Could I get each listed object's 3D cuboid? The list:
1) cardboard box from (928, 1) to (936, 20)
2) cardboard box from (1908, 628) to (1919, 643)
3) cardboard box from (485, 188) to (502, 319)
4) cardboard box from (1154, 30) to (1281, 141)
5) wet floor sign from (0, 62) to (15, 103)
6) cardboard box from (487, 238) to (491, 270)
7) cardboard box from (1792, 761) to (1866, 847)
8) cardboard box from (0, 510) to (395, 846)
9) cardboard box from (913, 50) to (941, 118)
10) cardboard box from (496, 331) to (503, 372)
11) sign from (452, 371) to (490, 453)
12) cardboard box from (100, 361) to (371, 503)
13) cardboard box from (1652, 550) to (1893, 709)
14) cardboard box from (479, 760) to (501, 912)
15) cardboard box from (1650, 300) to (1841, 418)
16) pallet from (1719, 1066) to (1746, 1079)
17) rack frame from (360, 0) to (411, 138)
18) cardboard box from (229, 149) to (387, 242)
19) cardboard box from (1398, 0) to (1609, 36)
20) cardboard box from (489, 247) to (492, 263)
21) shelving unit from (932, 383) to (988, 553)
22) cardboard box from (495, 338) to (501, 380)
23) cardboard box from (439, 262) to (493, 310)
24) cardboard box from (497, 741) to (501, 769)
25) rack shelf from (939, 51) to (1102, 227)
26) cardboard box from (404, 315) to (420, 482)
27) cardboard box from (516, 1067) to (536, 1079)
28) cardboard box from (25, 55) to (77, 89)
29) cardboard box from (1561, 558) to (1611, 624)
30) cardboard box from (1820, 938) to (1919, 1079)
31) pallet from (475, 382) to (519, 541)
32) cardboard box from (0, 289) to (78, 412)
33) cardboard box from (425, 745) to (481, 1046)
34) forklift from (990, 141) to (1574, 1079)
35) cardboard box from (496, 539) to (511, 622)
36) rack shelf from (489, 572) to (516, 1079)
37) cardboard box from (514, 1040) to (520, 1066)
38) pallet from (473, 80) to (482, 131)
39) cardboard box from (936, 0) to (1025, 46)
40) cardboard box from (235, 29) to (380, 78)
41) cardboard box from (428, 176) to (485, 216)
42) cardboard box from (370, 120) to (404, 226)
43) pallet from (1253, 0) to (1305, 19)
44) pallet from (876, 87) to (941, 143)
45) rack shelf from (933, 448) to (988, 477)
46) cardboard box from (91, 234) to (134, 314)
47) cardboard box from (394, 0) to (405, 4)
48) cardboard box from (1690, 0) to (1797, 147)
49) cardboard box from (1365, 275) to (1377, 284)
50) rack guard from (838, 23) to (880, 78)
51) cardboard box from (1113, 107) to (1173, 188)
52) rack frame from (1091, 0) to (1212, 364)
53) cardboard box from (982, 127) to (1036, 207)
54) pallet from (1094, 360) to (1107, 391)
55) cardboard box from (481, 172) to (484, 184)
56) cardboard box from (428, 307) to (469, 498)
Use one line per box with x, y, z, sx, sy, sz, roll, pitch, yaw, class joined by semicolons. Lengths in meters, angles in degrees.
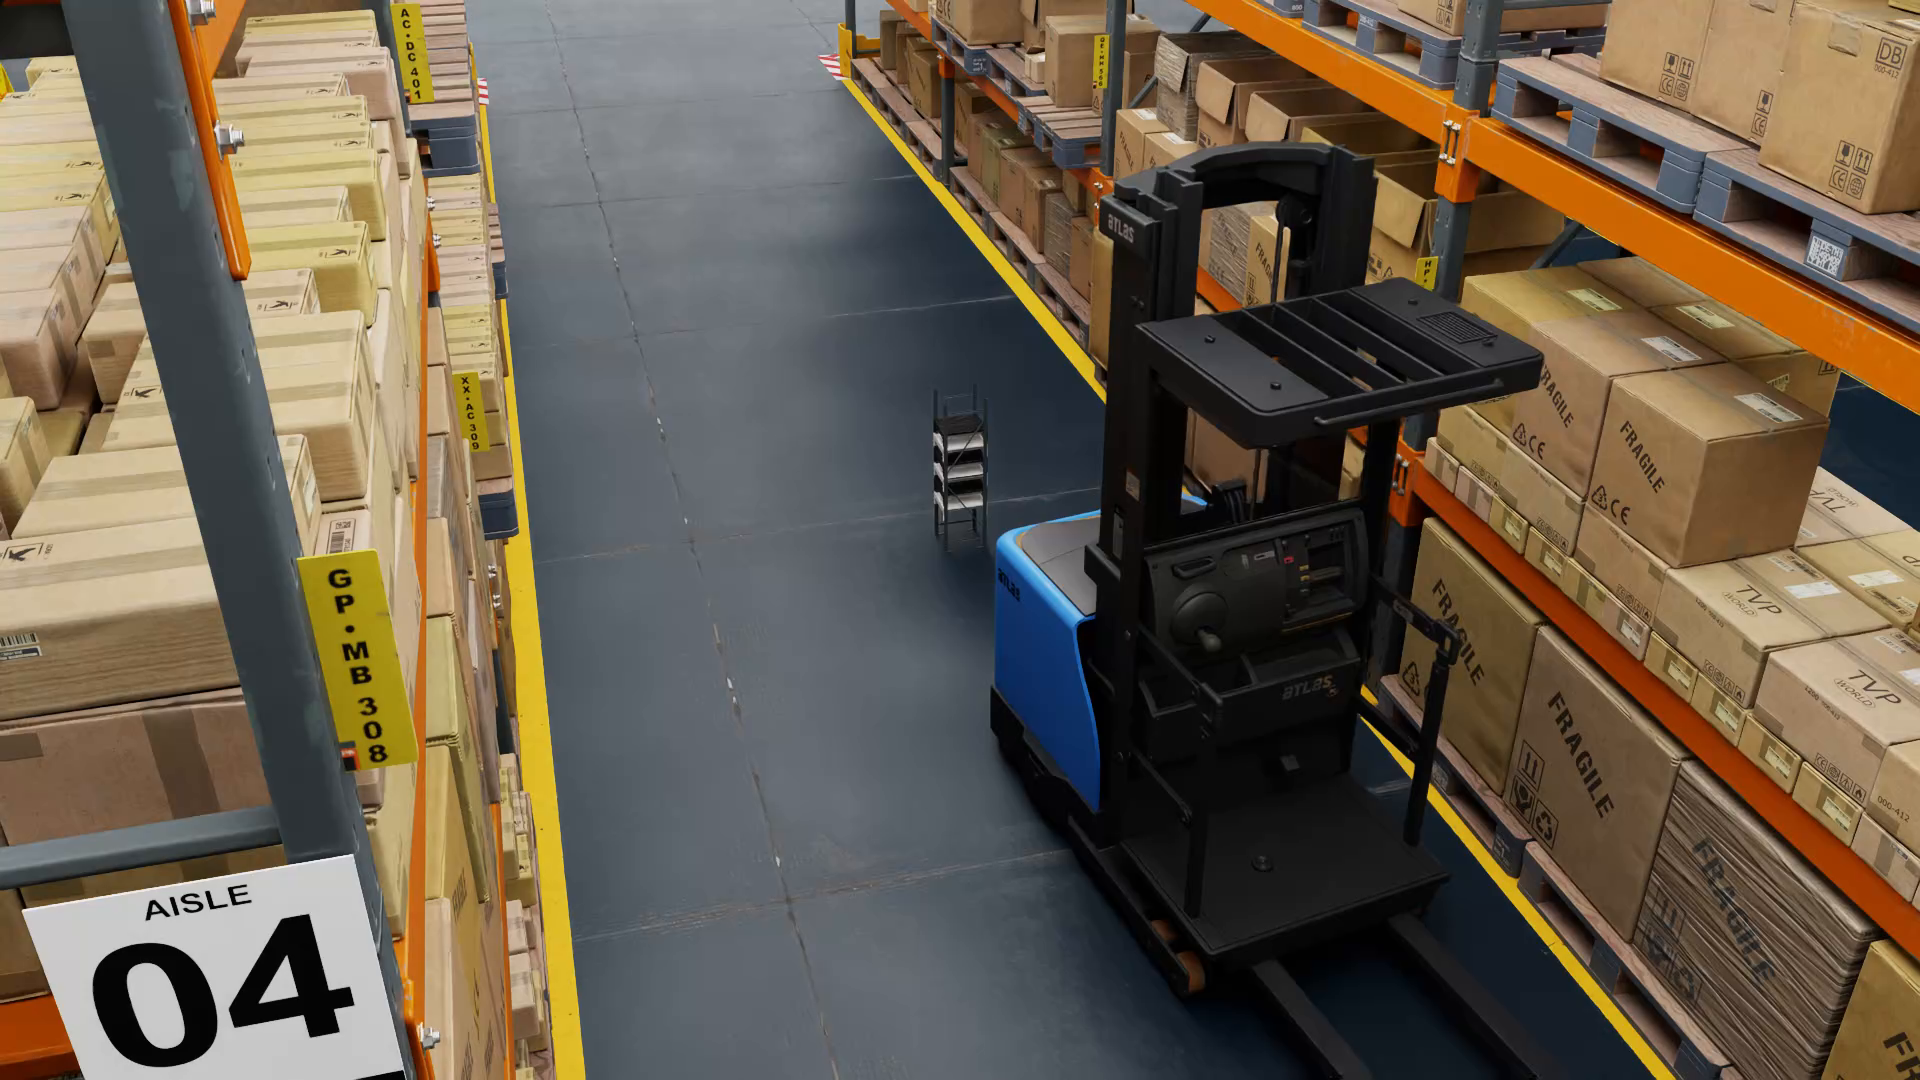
-0.063;-4.577;14.415;0.380;0.149;0.250;-8;31;-13;cardboard box
3.378;0.472;5.294;0.500;0.250;0.500;-9;31;-15;cardboard box
-3.723;-1.893;11.352;1.050;0.750;0.750;-7;31;-13;cardboard box
1.575;-2.690;9.801;0.797;0.503;0.637;-7;31;-12;cardboard box
-9.300;-4.329;16.084;0.267;0.644;0.232;2;30;4;wet floor sign
-2.498;-1.358;8.136;0.380;0.149;0.250;-7;31;-12;cardboard box
2.835;0.784;5.152;0.380;0.149;0.250;-9;31;-14;cardboard box
-1.158;0.206;2.556;0.500;0.250;0.500;-7;31;-12;cardboard box
-0.133;-4.363;15.869;0.500;0.500;0.500;-11;32;-18;cardboard box
-2.287;-0.848;7.552;0.380;0.149;0.250;-9;31;-15;cardboard box
-1.830;-0.475;6.213;0.100;0.325;0.005;-8;31;-13;sign
-1.208;-0.168;2.805;0.380;0.149;0.250;-8;31;-13;cardboard box
2.724;0.292;5.604;0.500;0.250;0.500;-8;31;-13;cardboard box
-1.568;0.743;4.576;0.500;0.500;0.500;-9;31;-15;cardboard box
2.967;-0.595;6.388;0.500;0.500;0.500;-8;31;-13;cardboard box
3.232;2.128;5.364;1.003;0.211;1.213;-8;31;-13;pallet
-2.351;-2.621;4.796;1.000;3.000;0.127;-8;31;-13;rack frame
-1.549;-0.791;3.881;0.380;0.149;0.250;-8;31;-14;cardboard box
2.295;-2.438;6.954;0.700;0.500;0.500;-7;31;-12;cardboard box
-2.643;-1.487;8.657;0.380;0.149;0.250;-8;31;-14;cardboard box
0.002;-0.386;9.018;0.258;0.900;0.210;-8;31;-13;shelving unit
-2.152;-0.728;7.047;0.380;0.149;0.250;-7;31;-12;cardboard box
-2.290;-1.109;7.410;0.380;0.149;0.250;-8;31;-14;cardboard box
-2.005;0.907;6.521;0.380;0.149;0.250;-7;31;-12;cardboard box
0.866;-3.222;12.540;1.077;0.370;4.000;-8;31;-13;rack shelf
-1.573;-0.330;3.981;0.500;0.250;0.500;-8;31;-13;cardboard box
-1.469;1.770;5.030;0.380;0.149;0.250;-7;31;-13;cardboard box
-2.467;-1.338;4.826;0.380;0.149;0.250;-9;31;-15;cardboard box
2.496;0.165;6.222;0.380;0.149;0.250;-8;31;-14;cardboard box
3.273;1.736;4.959;0.875;0.875;0.875;-8;31;-13;cardboard box
-2.413;-0.330;7.018;1.003;0.211;1.213;-8;31;-13;pallet
-1.884;-0.336;3.095;0.380;0.149;0.250;-9;31;-14;cardboard box
-1.292;0.807;3.466;0.500;0.500;0.500;-7;31;-12;cardboard box
1.198;0.203;5.974;1.130;2.935;3.031;-13;32;-21;forklift
-2.433;0.228;7.938;0.500;0.500;0.500;-6;31;-11;cardboard box
-1.820;1.252;4.810;1.077;0.370;4.000;-8;31;-13;rack shelf
-1.679;1.651;5.533;0.380;0.149;0.250;-9;31;-16;cardboard box
-5.248;-4.238;16.361;1.003;0.211;1.213;-8;31;-13;pallet
0.411;-4.538;13.079;1.000;1.000;1.000;-8;31;-13;cardboard box
-1.924;-1.406;4.943;0.380;0.149;0.250;-7;31;-12;cardboard box
-2.632;-1.735;8.491;0.380;0.149;0.250;-7;31;-12;cardboard box
-1.856;-1.033;4.696;0.500;0.250;0.500;-9;31;-15;cardboard box
1.918;-2.940;8.530;1.003;0.211;1.213;-6;31;-11;pallet
-0.205;-4.202;16.300;1.003;0.211;1.213;-8;31;-13;pallet
0.002;-0.435;8.989;0.258;0.077;0.200;-8;31;-13;rack shelf
-2.050;-0.471;3.726;0.500;0.250;0.500;-9;31;-15;cardboard box
-2.634;-2.313;6.735;0.797;0.503;0.637;-8;31;-14;cardboard box
2.862;-1.572;5.358;0.700;0.500;0.500;-6;31;-11;cardboard box
1.946;-1.108;8.071;0.500;0.500;0.500;-7;31;-12;cardboard box
-0.707;-5.313;17.930;1.175;0.500;0.348;-8;31;-13;rack guard
1.263;-2.340;10.198;0.500;0.500;0.500;-7;31;-12;cardboard box
1.396;-2.567;10.691;1.000;3.000;0.127;-8;31;-13;rack frame
0.585;-3.076;13.625;0.700;0.500;0.500;-8;31;-14;cardboard box
1.533;-0.970;10.715;1.003;0.211;1.213;-8;31;-13;pallet
-2.842;-1.980;9.212;0.380;0.149;0.250;-7;31;-12;cardboard box
-1.965;-0.439;5.618;0.500;0.500;0.500;-9;31;-15;cardboard box
